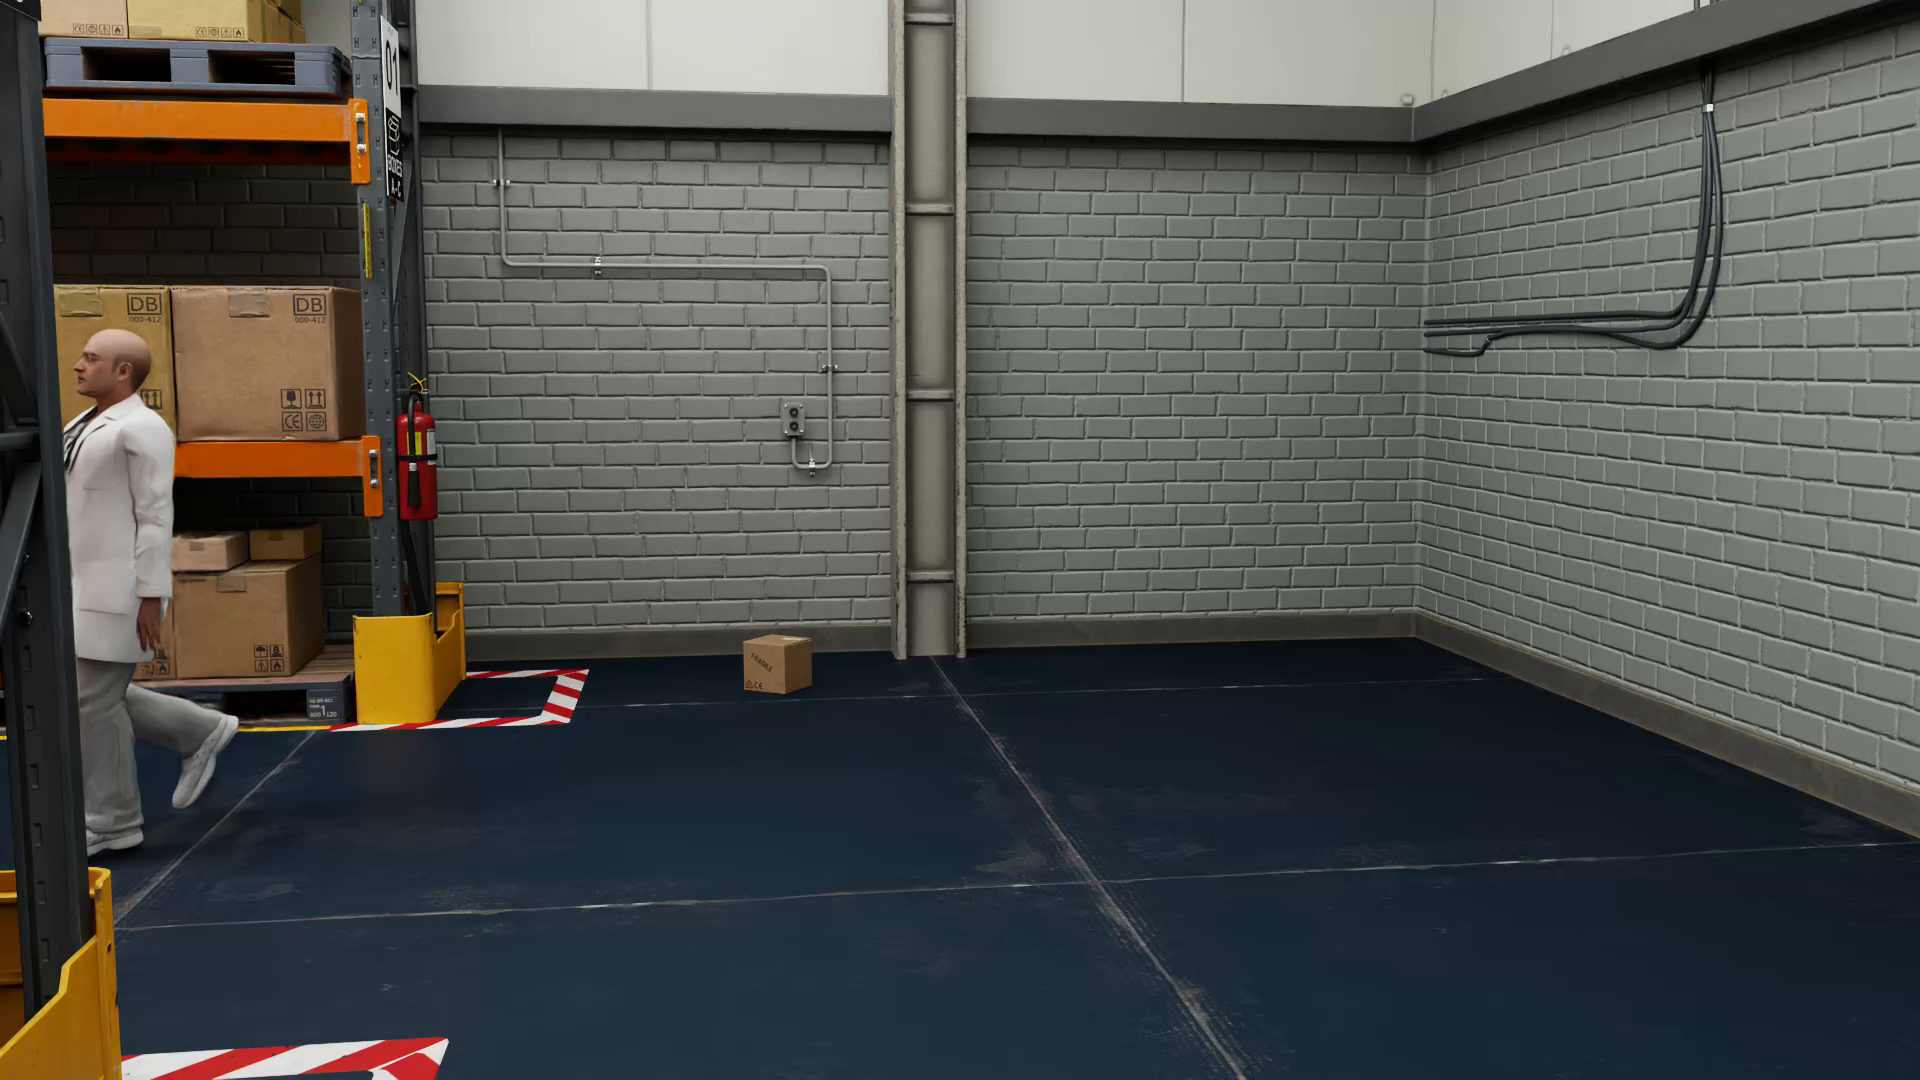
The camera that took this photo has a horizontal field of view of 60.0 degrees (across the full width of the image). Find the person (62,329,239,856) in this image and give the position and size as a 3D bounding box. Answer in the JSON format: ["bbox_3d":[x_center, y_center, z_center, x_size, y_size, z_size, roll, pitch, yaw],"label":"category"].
[{"bbox_3d":[-2.866,0.165,5.663,0.580,1.755,0.711,6,9,42],"label":"person"}]
